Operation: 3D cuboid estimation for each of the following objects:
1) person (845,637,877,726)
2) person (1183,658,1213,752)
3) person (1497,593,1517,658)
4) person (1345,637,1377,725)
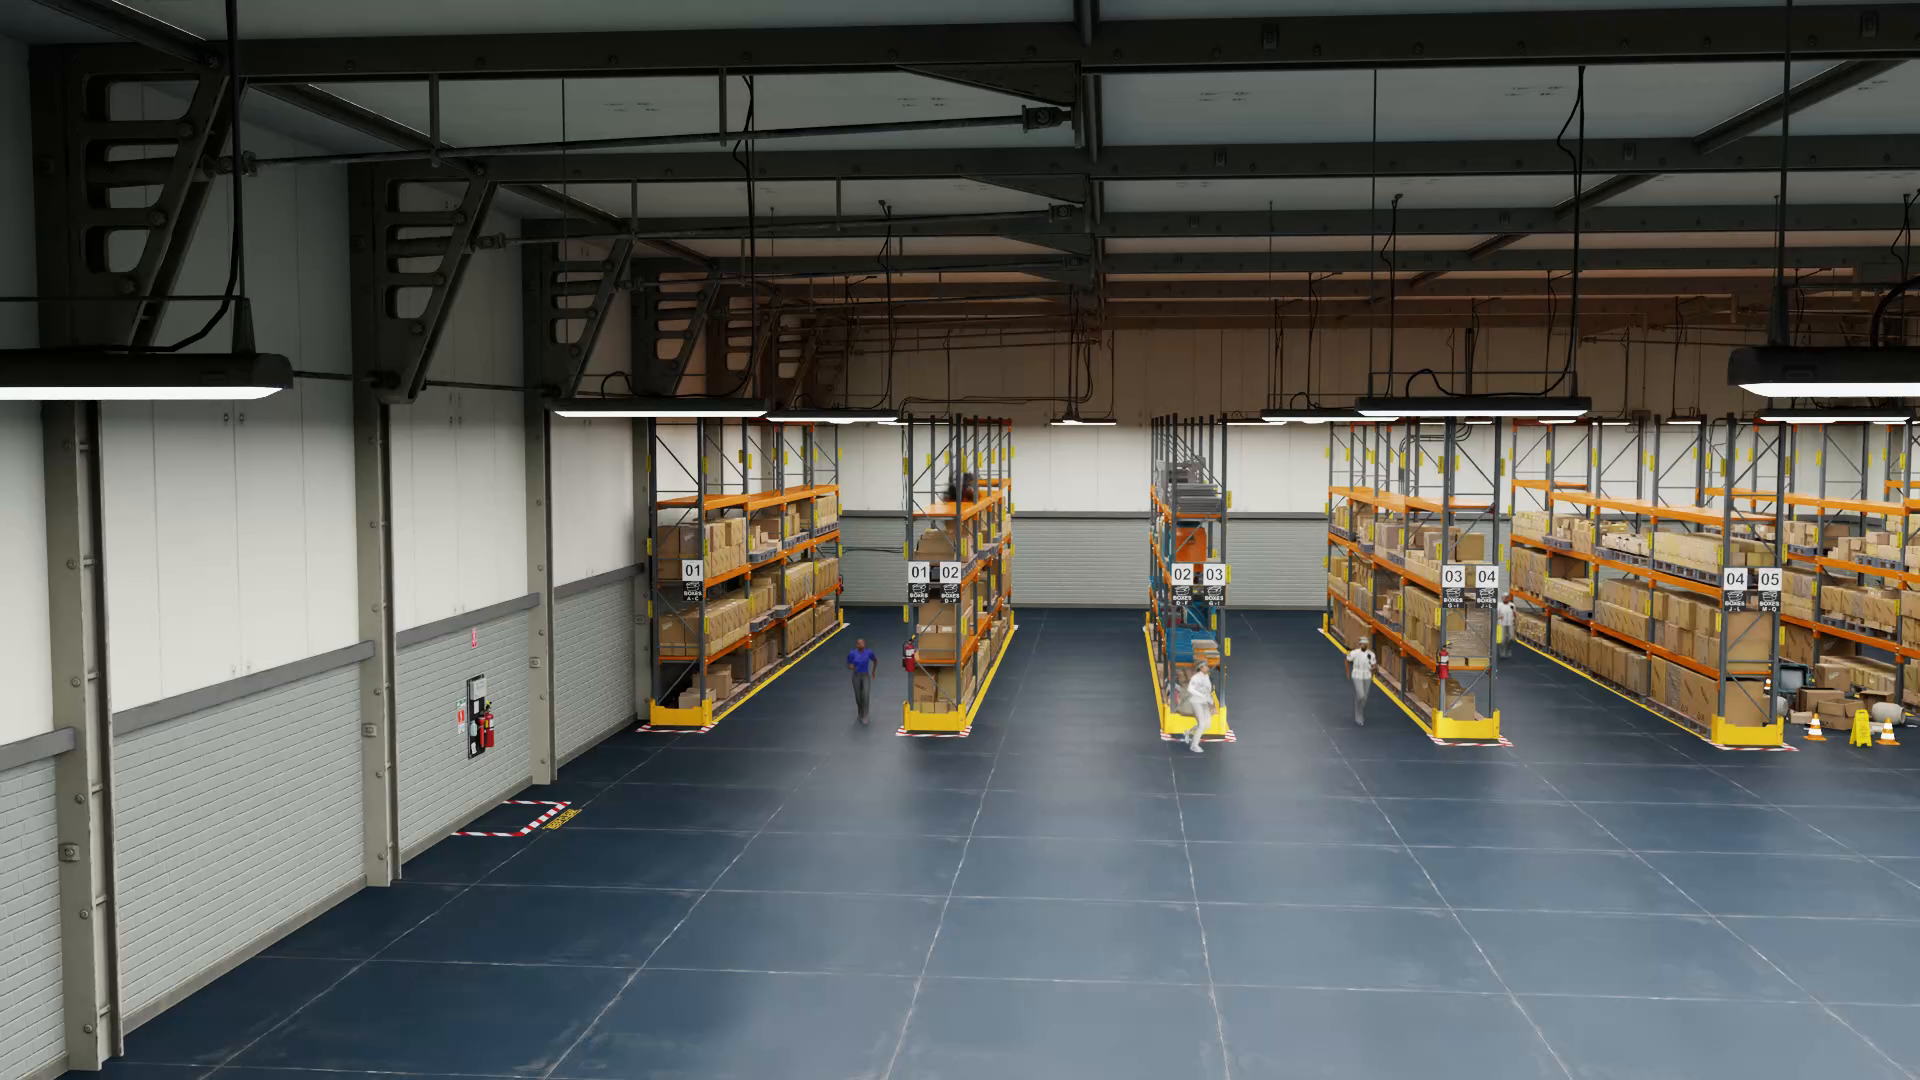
[{"bbox_3d":[-1.927,2.723,32.403,0.610,1.676,0.901,0,4,0],"label":"person"},{"bbox_3d":[4.281,2.923,29.599,0.583,1.649,0.643,3,5,42],"label":"person"},{"bbox_3d":[13.568,2.124,41.280,0.592,1.627,0.559,0,4,7],"label":"person"},{"bbox_3d":[7.794,2.717,32.252,0.536,1.726,0.801,0,4,-6],"label":"person"}]
